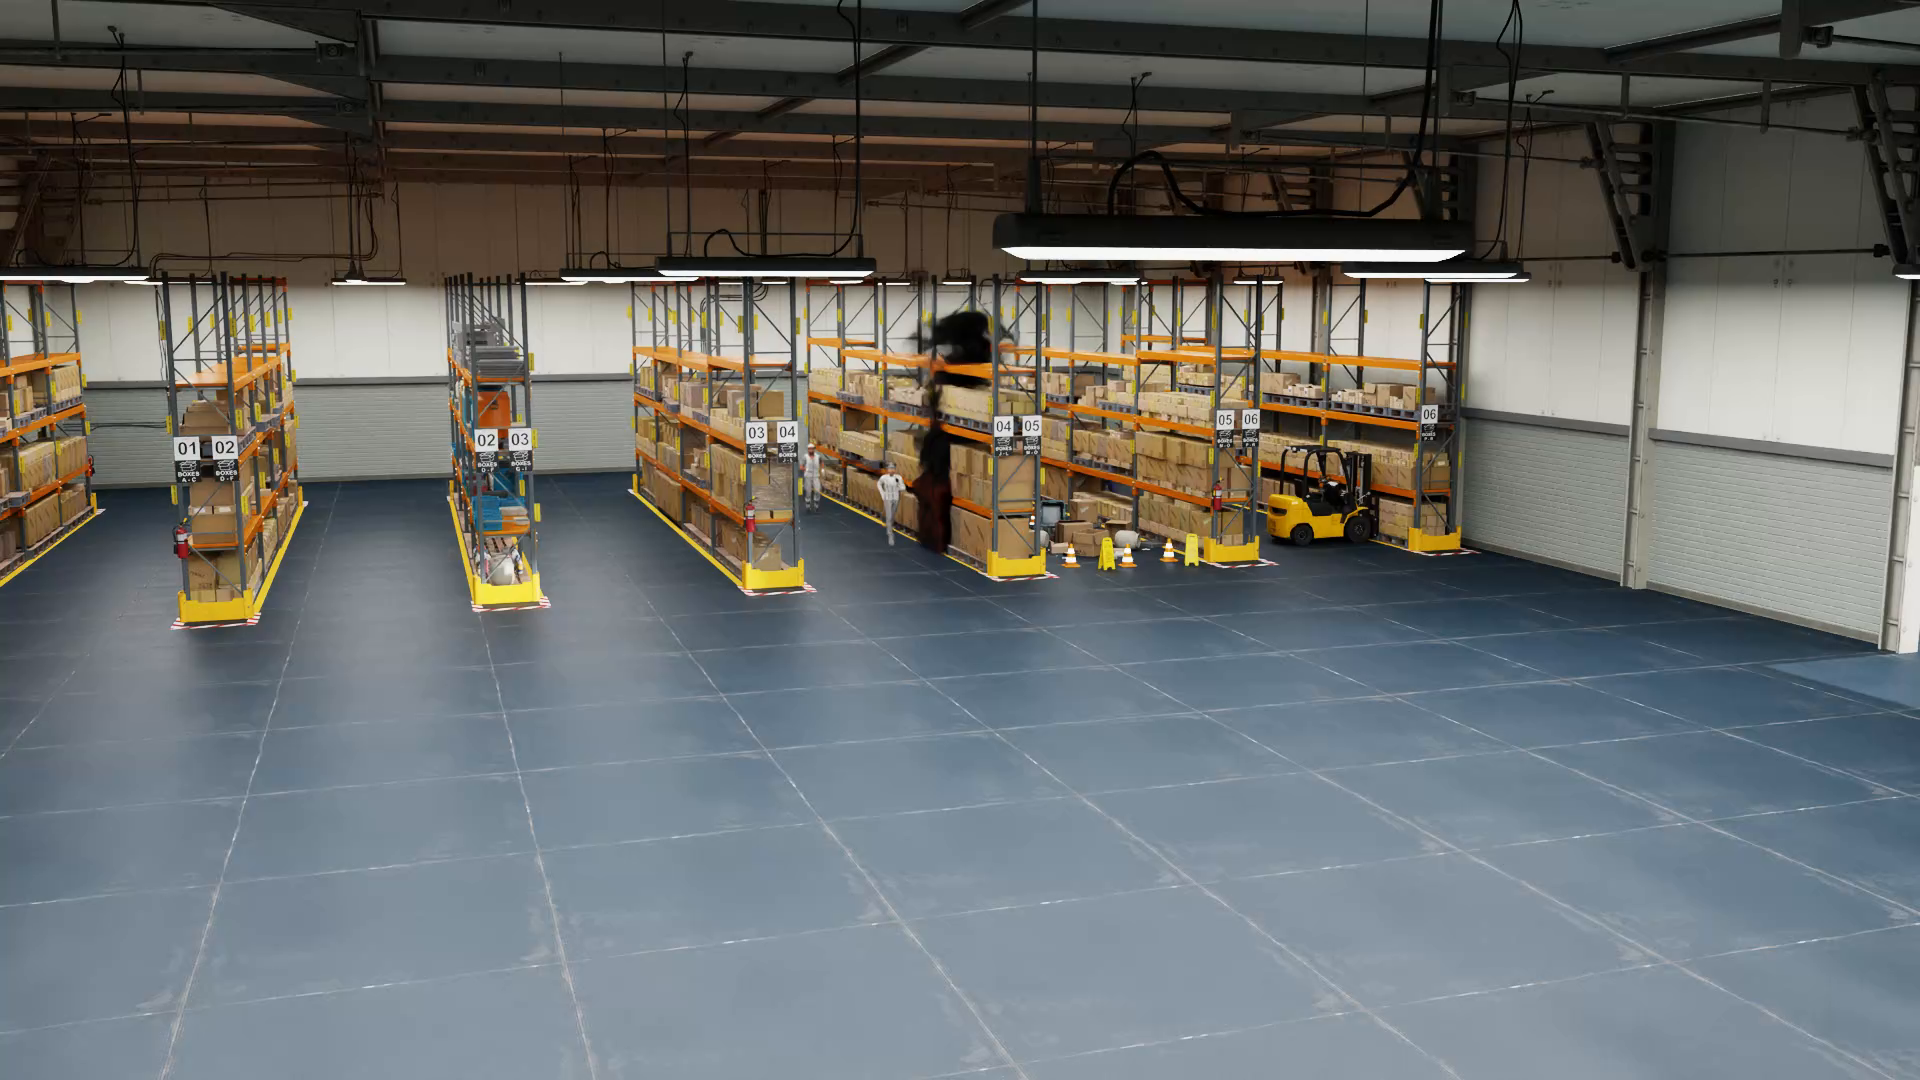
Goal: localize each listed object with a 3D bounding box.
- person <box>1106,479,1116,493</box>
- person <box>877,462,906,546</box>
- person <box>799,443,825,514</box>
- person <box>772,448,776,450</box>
[{"bbox_3d":[4.061,-1.861,44.985,0.570,1.707,0.807,-4,10,-26],"label":"person"},{"bbox_3d":[-1.462,-0.813,35.984,0.584,1.777,0.730,-2,9,-16],"label":"person"},{"bbox_3d":[-3.772,-1.552,42.543,0.687,1.850,0.742,-2,9,-16],"label":"person"},{"bbox_3d":[-5.632,-2.285,47.908,0.737,1.623,0.806,4,9,22],"label":"person"}]
